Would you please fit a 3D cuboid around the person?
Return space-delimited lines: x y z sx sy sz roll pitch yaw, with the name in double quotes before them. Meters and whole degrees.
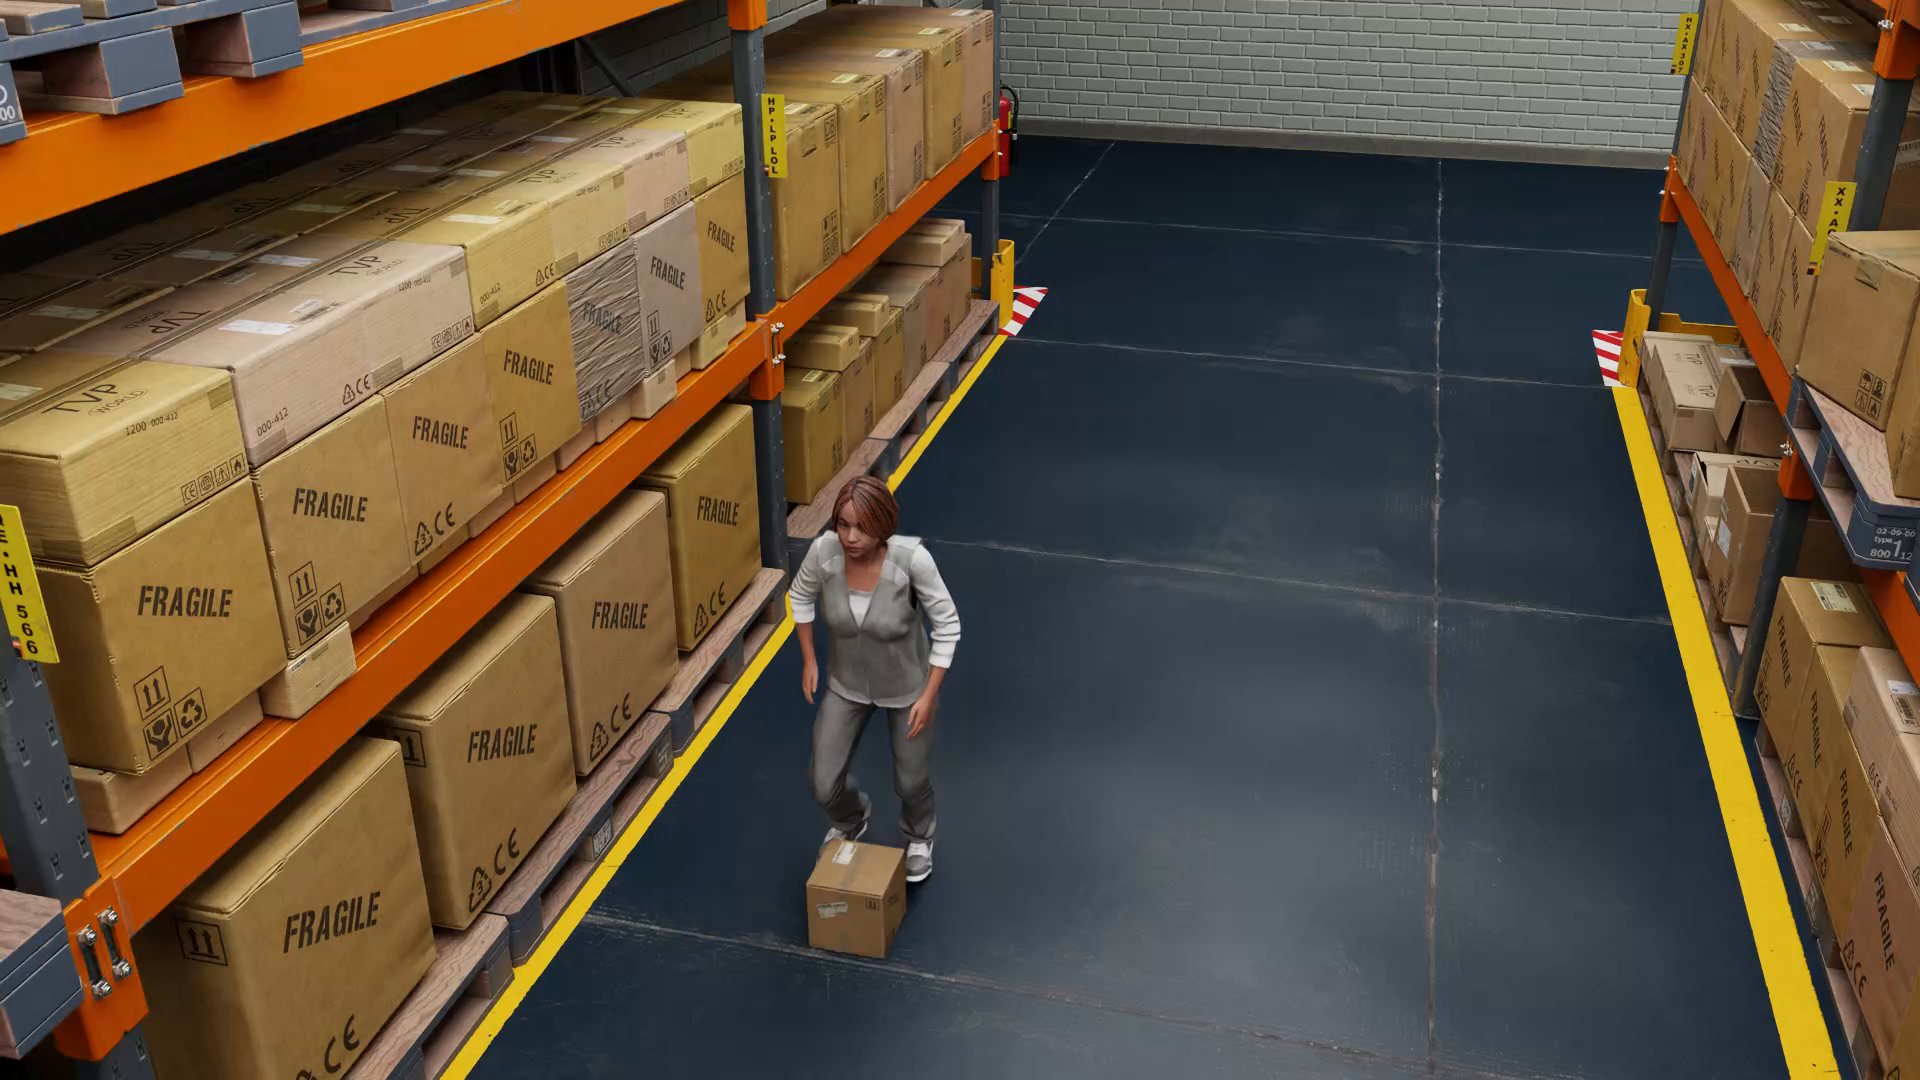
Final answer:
"person" -0.265 0.448 5.251 0.565 1.535 0.529 5 26 11
